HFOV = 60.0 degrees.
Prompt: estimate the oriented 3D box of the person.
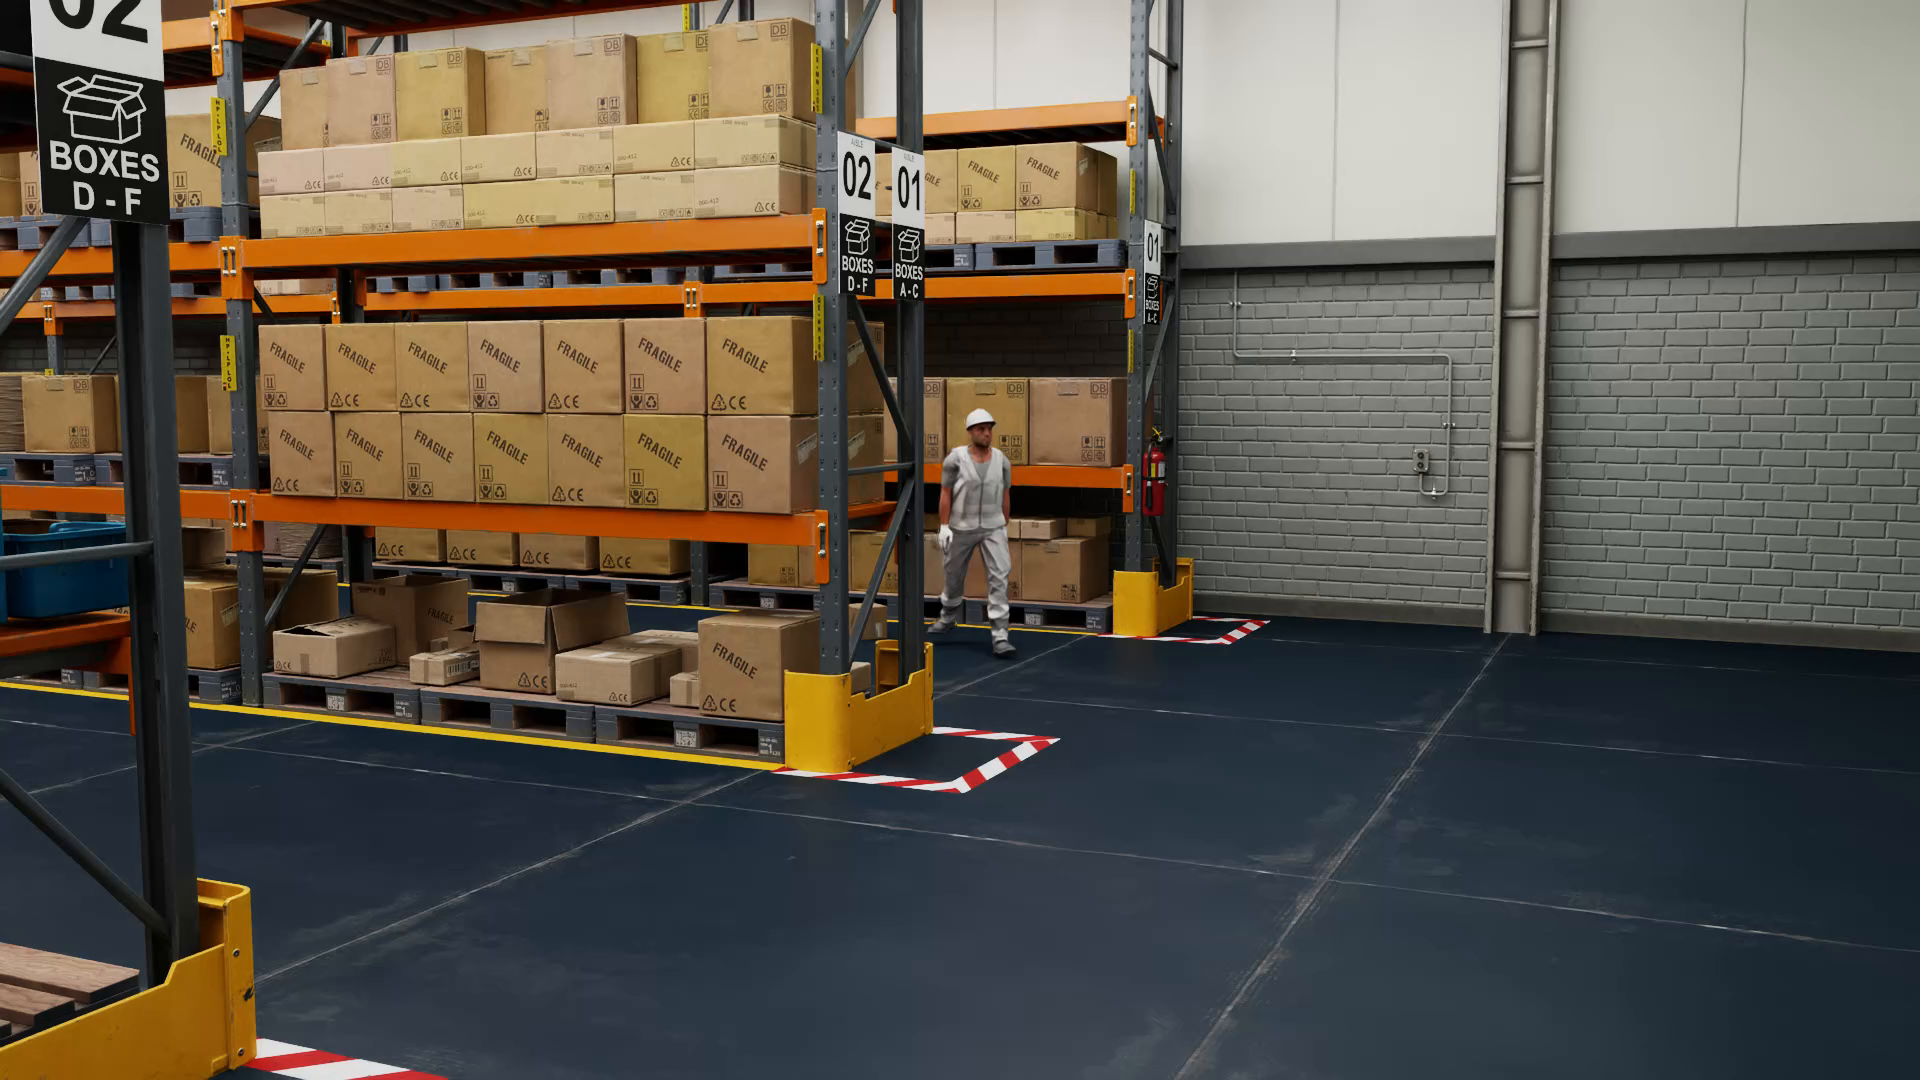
[{"bbox_3d":[0.086,-0.070,12.113,0.582,1.771,0.962,-1,6,-9],"label":"person"}]
